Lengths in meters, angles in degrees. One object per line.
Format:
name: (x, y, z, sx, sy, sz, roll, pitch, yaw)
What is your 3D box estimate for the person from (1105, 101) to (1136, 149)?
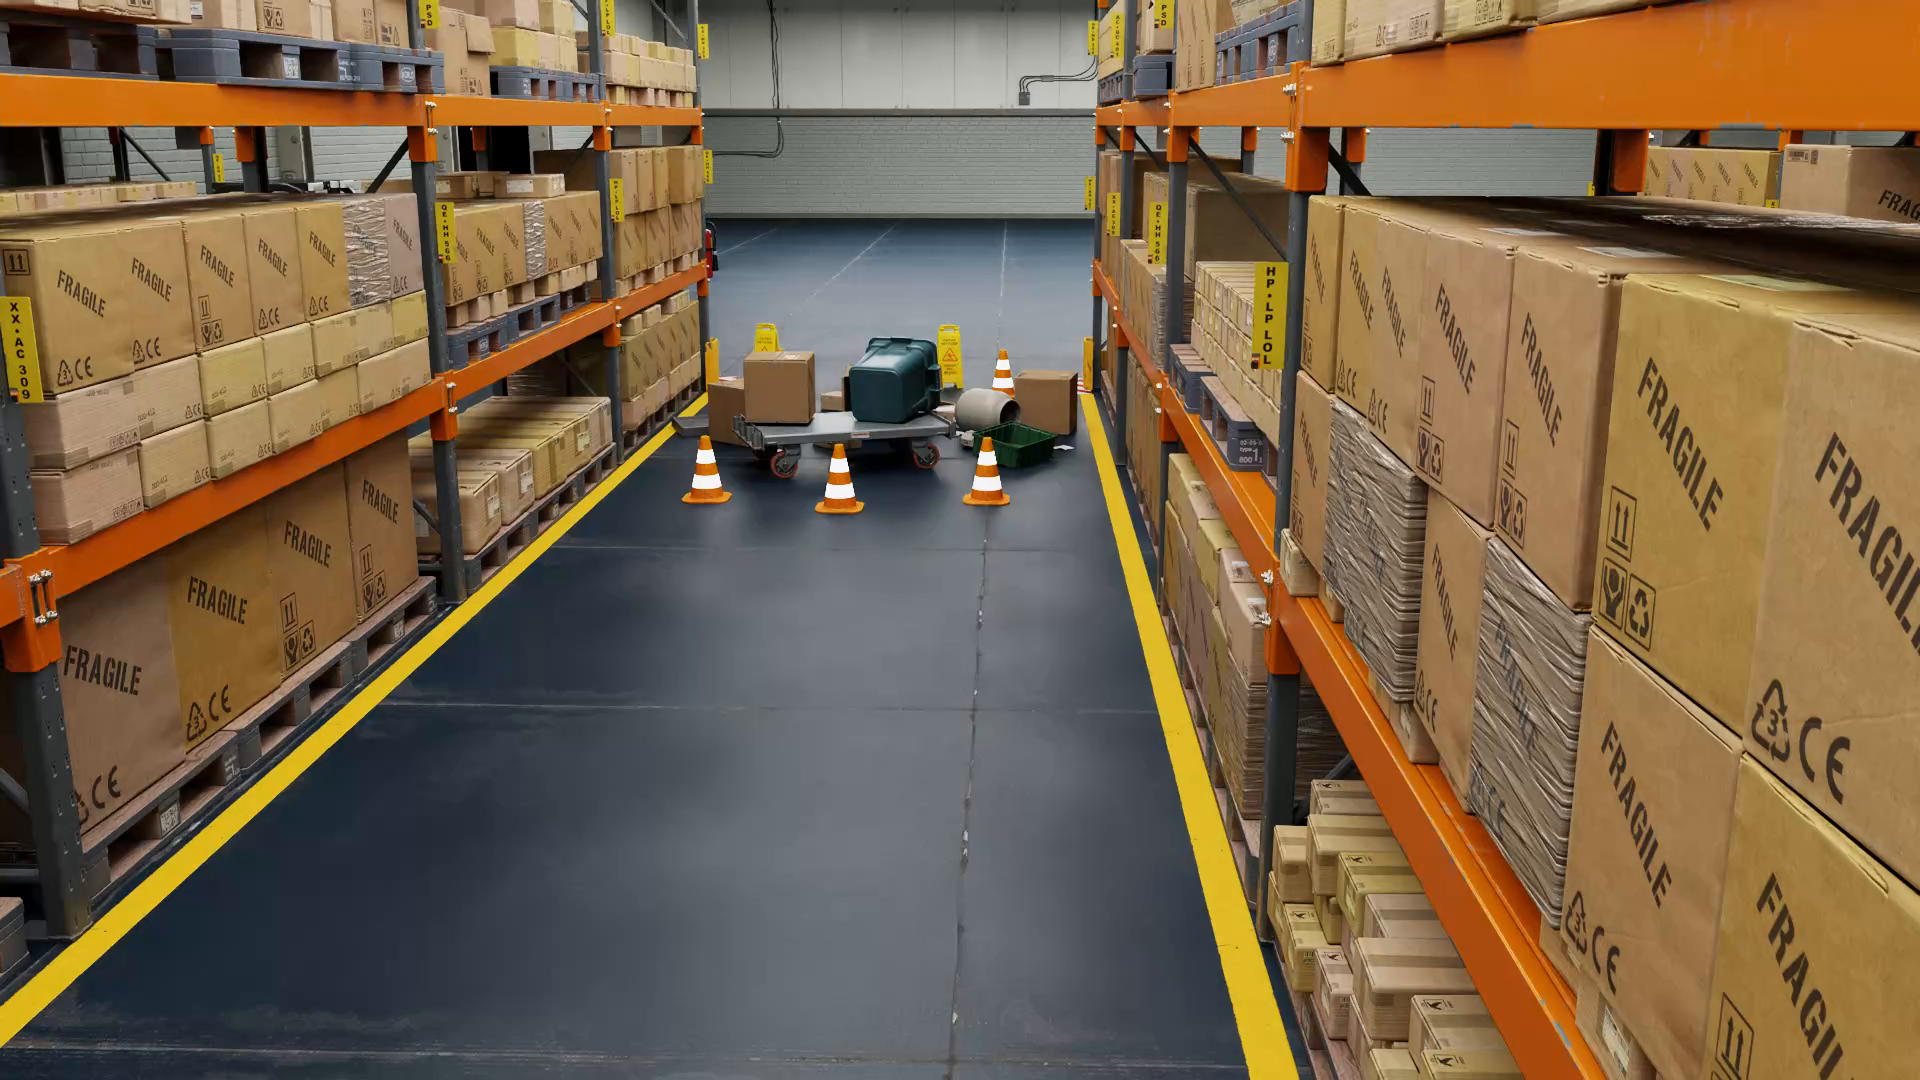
person: (-1.012, -0.912, 6.258, 5.811, 2.357, 21.904, 1, 14, 2)
